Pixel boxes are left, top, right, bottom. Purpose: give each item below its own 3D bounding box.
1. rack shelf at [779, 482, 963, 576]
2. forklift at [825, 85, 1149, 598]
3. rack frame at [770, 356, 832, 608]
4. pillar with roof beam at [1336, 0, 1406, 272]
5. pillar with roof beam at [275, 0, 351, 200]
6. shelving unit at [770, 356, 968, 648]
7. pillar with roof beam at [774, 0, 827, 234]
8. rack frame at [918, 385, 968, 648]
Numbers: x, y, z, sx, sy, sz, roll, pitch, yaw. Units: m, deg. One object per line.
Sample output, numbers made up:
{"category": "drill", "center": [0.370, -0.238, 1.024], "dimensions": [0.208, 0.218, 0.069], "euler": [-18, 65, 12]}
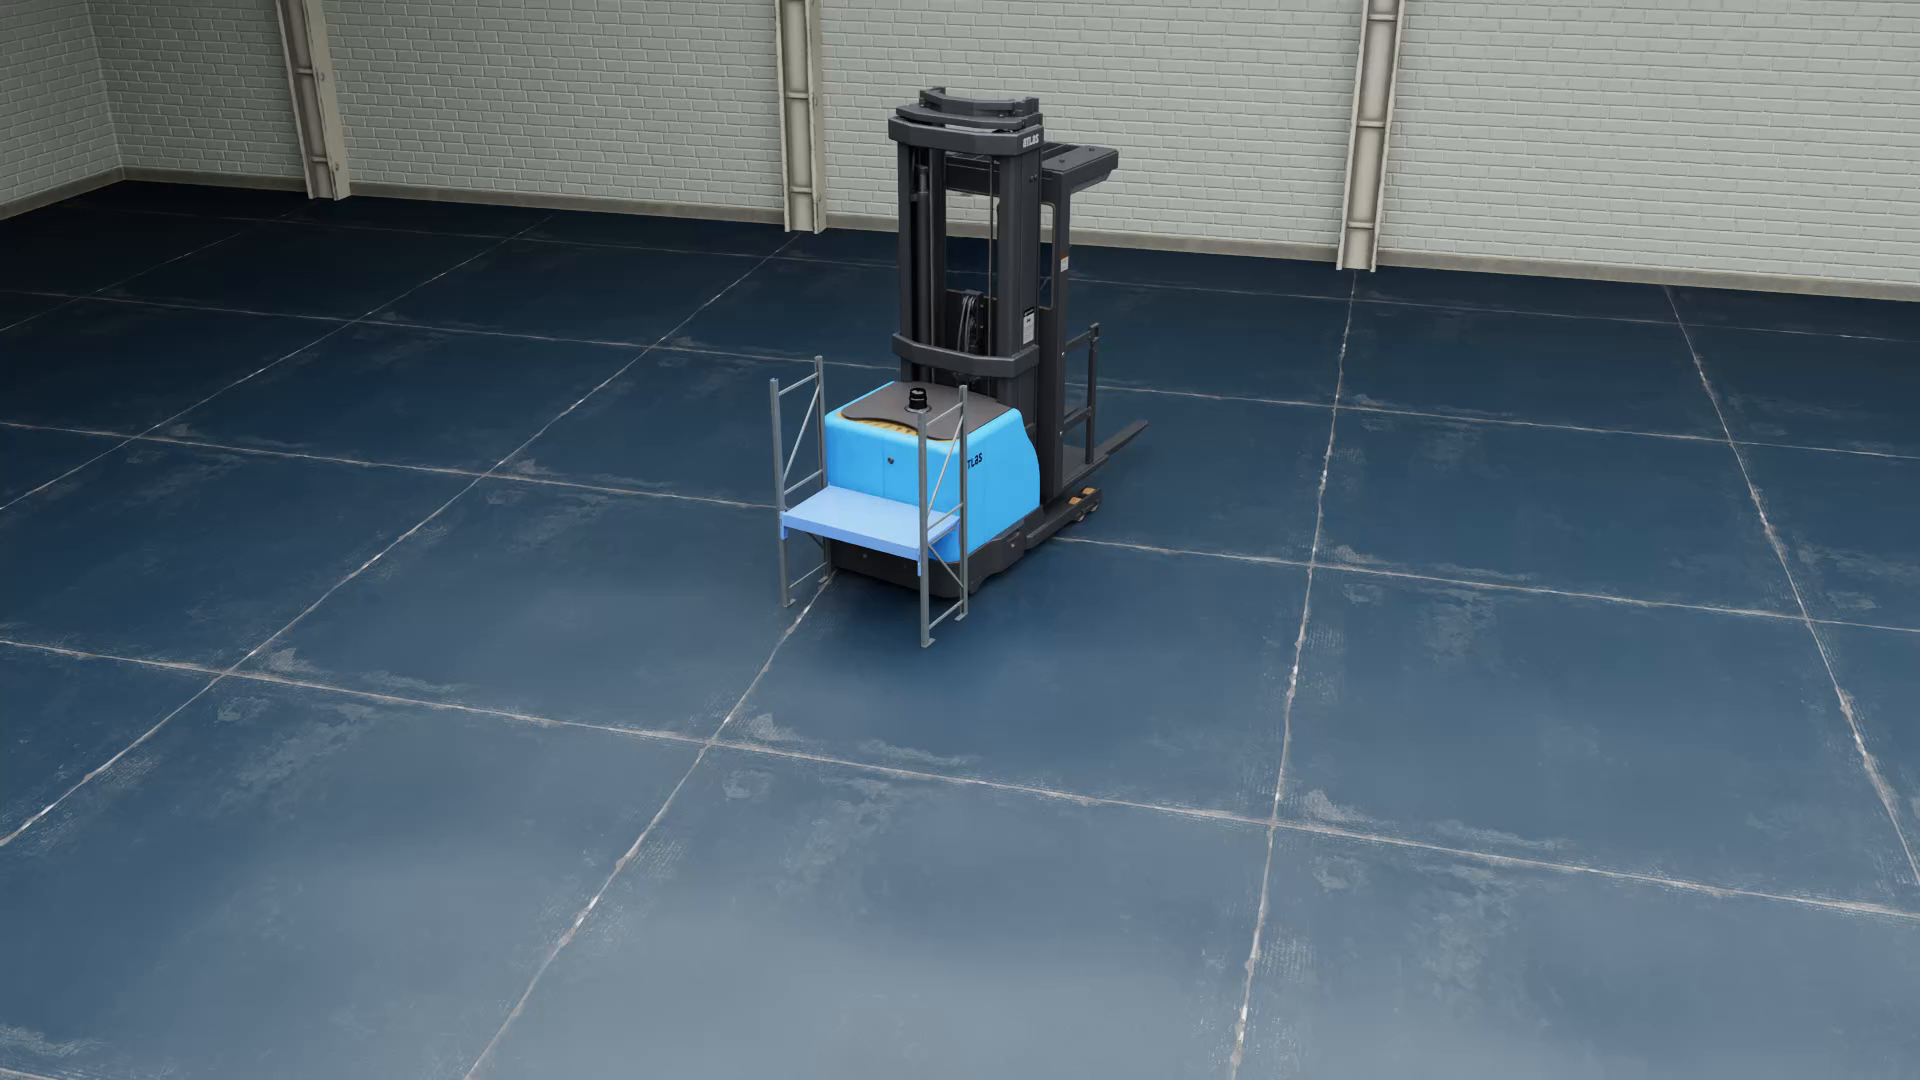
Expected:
{"category": "rack shelf", "center": [-0.532, -0.076, 10.080], "dimensions": [1.000, 0.185, 0.538], "euler": [14, 29, 27]}
{"category": "forklift", "center": [0.338, -1.551, 11.099], "dimensions": [1.130, 2.935, 3.031], "euler": [15, 29, 29]}
{"category": "rack frame", "center": [-0.971, -0.349, 10.234], "dimensions": [0.032, 1.500, 0.500], "euler": [14, 29, 27]}
{"category": "pillar with roof beam", "center": [3.022, -5.095, 11.483], "dimensions": [0.400, 9.000, 9.100], "euler": [6, 26, 13]}
{"category": "pillar with roof beam", "center": [-8.599, -6.379, 14.181], "dimensions": [0.400, 9.000, 9.100], "euler": [6, 26, 13]}
{"category": "shelving unit", "center": [-0.533, -0.238, 10.002], "dimensions": [1.048, 1.500, 0.538], "euler": [14, 29, 27]}
{"category": "pillar with roof beam", "center": [-2.788, -5.737, 12.832], "dimensions": [0.400, 9.000, 9.100], "euler": [6, 26, 13]}
{"category": "rack frame", "center": [-0.094, -0.128, 9.770], "dimensions": [0.032, 1.500, 0.500], "euler": [14, 29, 27]}
